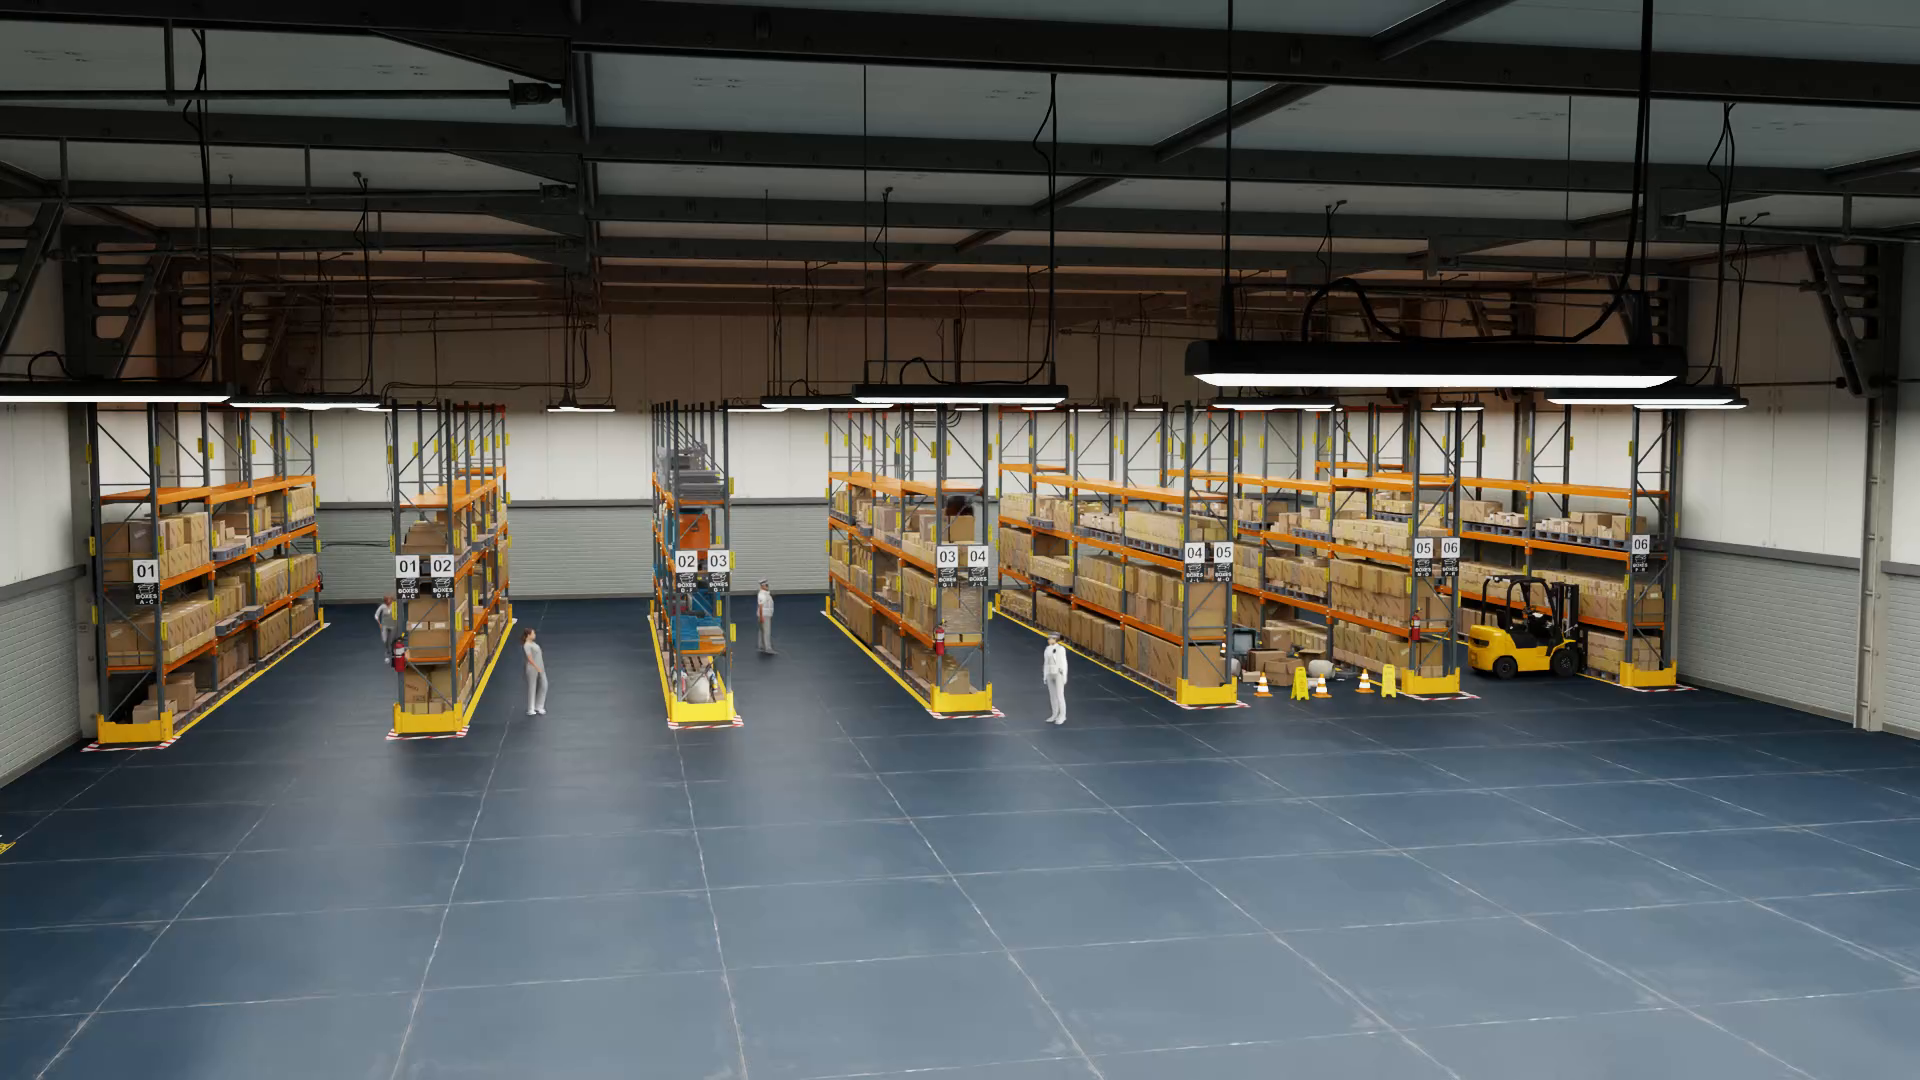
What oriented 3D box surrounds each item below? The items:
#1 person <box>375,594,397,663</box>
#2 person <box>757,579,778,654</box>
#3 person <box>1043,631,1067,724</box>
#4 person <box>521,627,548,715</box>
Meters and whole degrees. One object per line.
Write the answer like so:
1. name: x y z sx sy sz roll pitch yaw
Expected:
1. person: -13.284 2.046 38.612 0.554 1.590 0.648 -1 4 -9
2. person: -4.623 1.833 40.037 0.523 1.797 0.576 0 4 1
3. person: 1.752 2.556 31.040 0.381 1.716 0.543 -4 6 -45
4. person: -8.086 2.510 31.726 0.592 1.682 0.472 3 5 33
